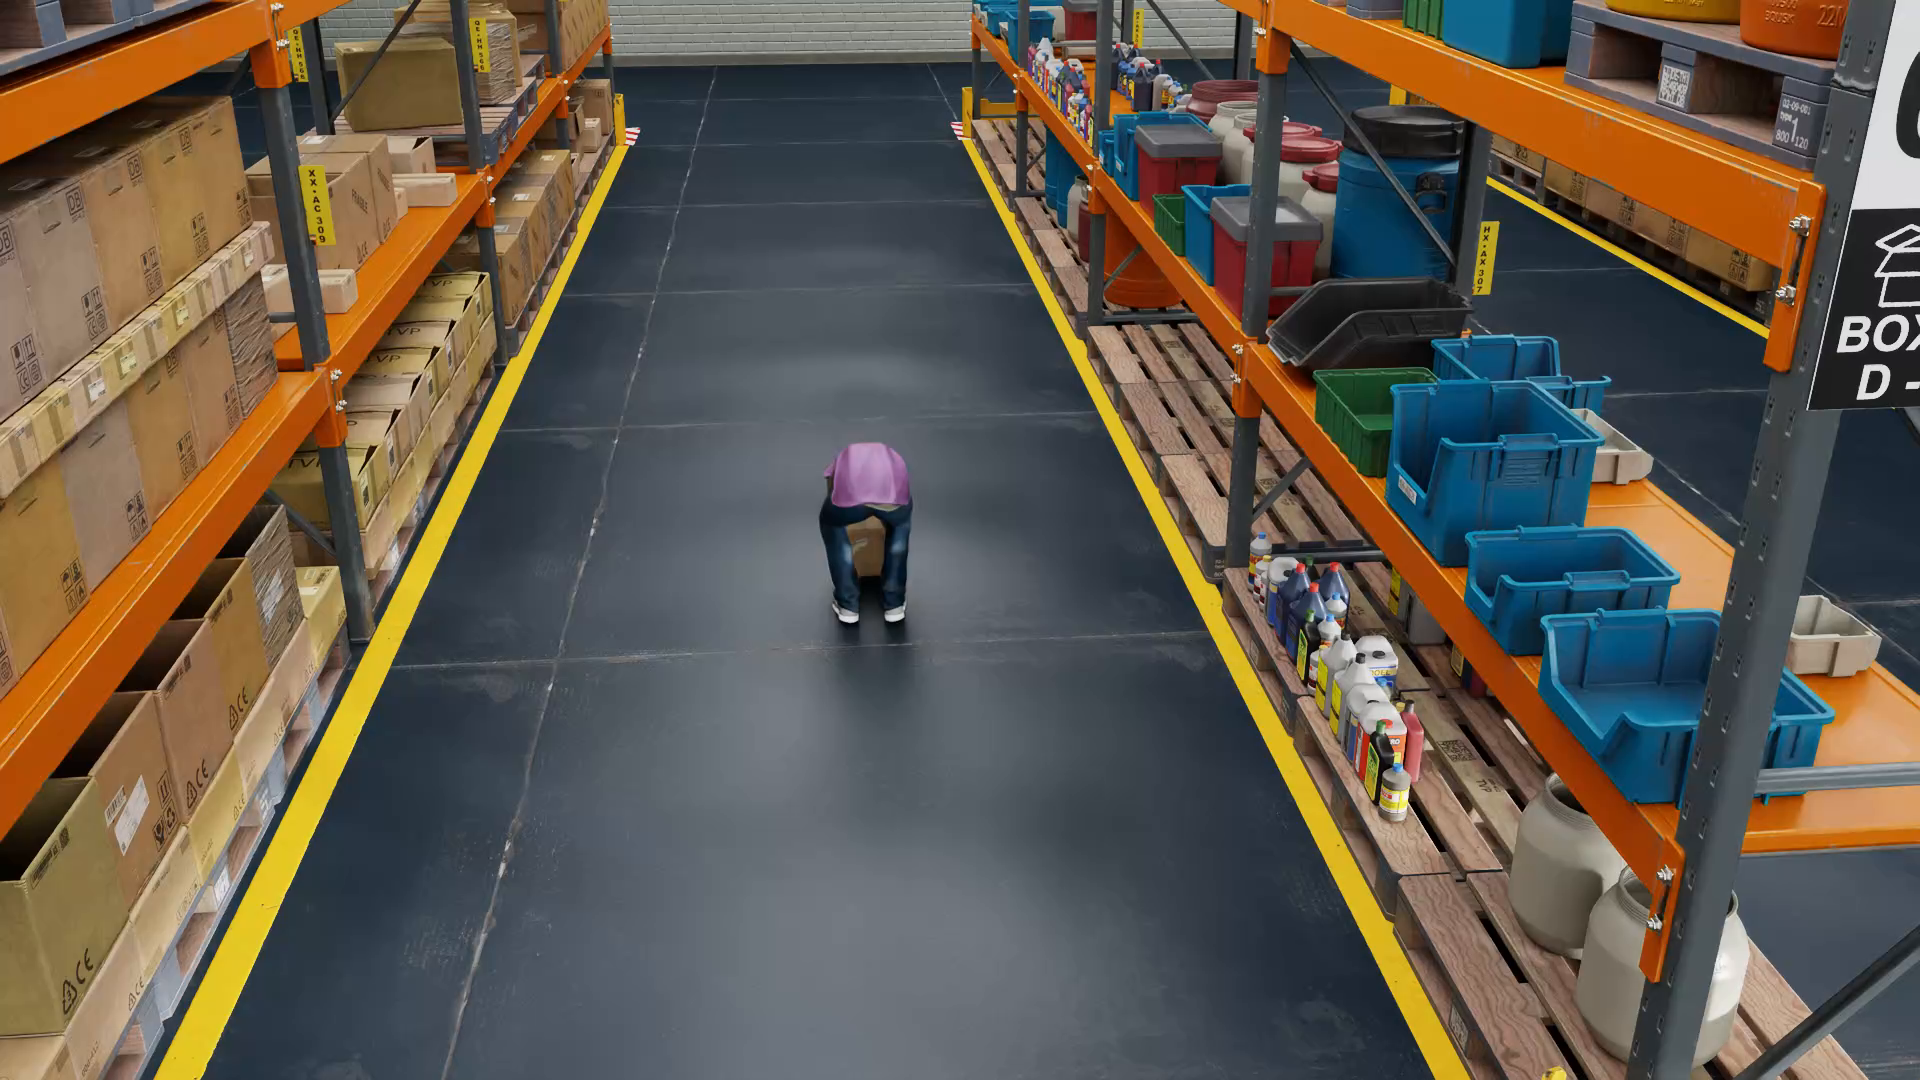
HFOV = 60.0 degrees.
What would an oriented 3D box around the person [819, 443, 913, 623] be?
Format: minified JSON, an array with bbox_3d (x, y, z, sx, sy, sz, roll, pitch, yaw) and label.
[{"bbox_3d":[-0.442,-0.100,7.756,0.429,0.846,0.855,-3,24,-8],"label":"person"}]
